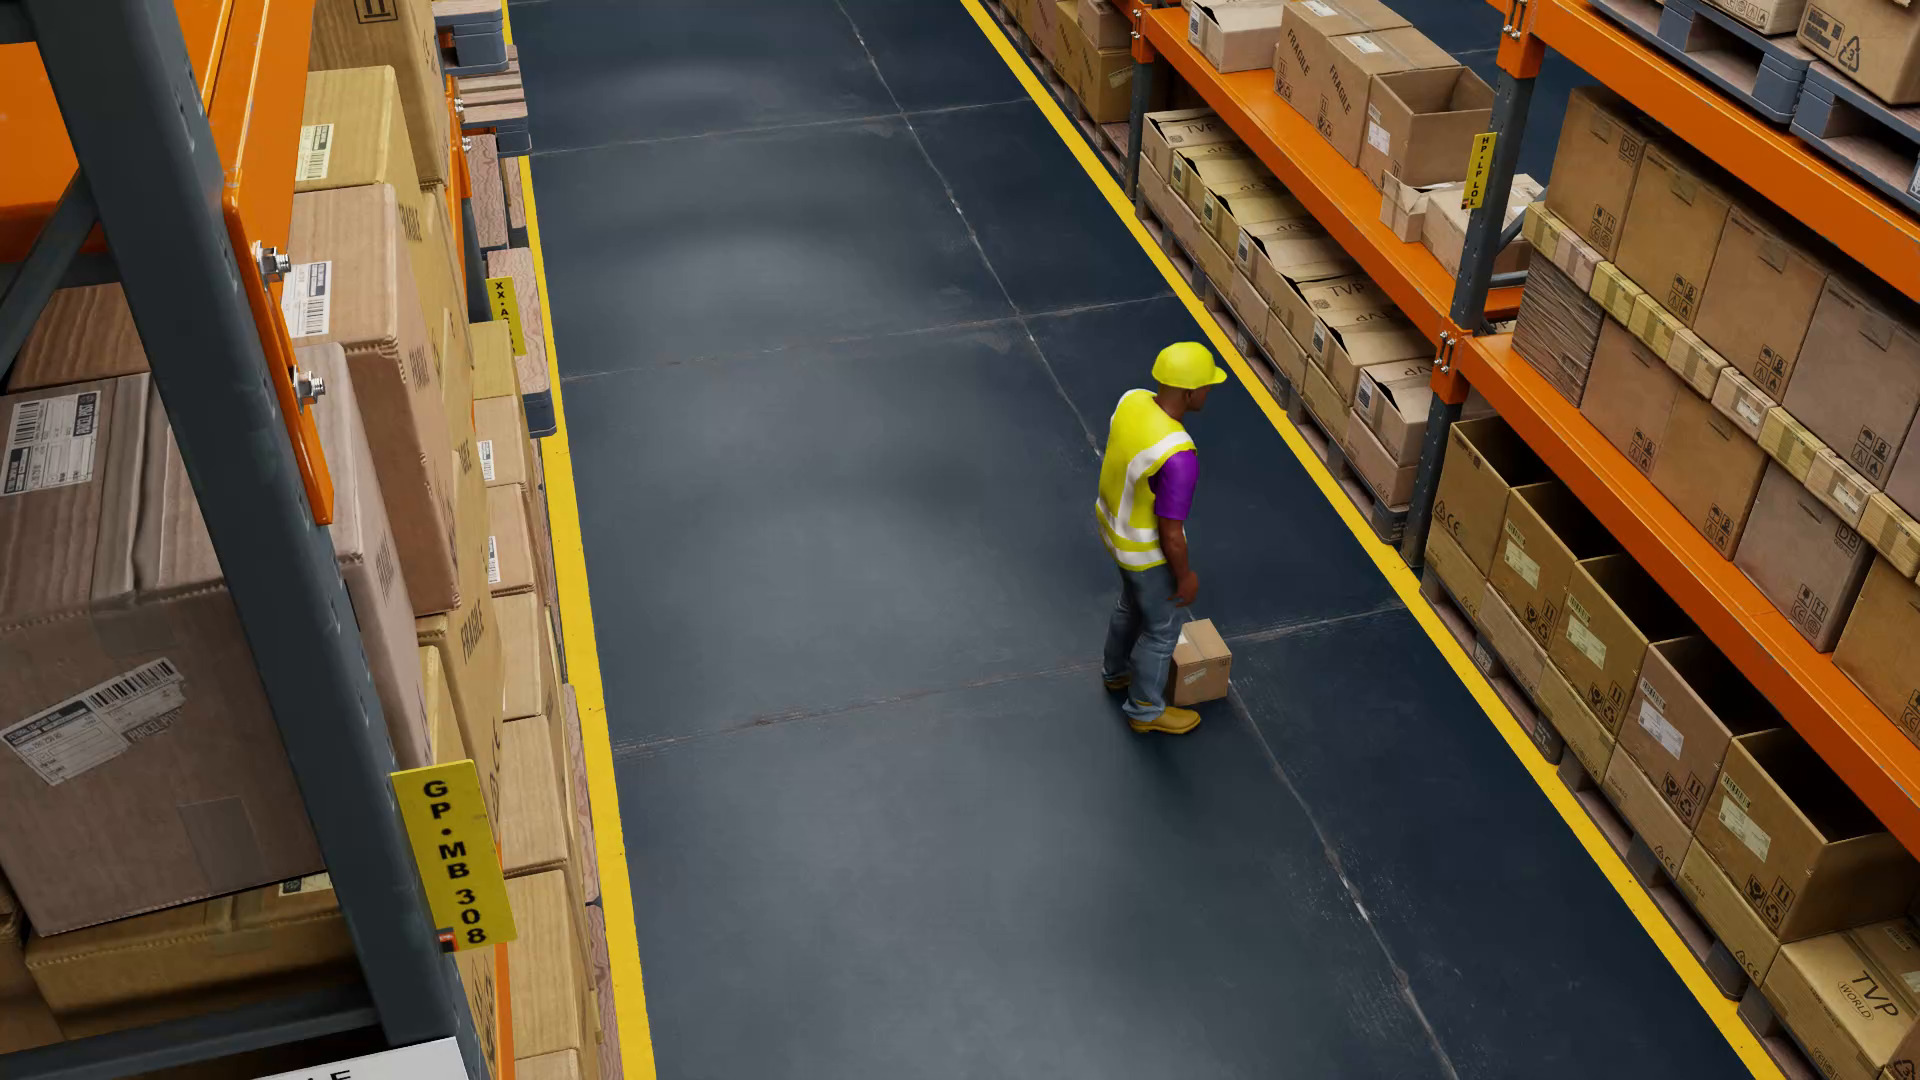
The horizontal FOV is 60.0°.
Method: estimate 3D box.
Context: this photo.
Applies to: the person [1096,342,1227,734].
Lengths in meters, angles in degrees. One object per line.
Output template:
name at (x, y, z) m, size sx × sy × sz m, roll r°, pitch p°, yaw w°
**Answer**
person at (0.792, -0.013, 6.716) m, size 0.456 × 1.761 × 0.627 m, roll -9°, pitch 39°, yaw -12°
